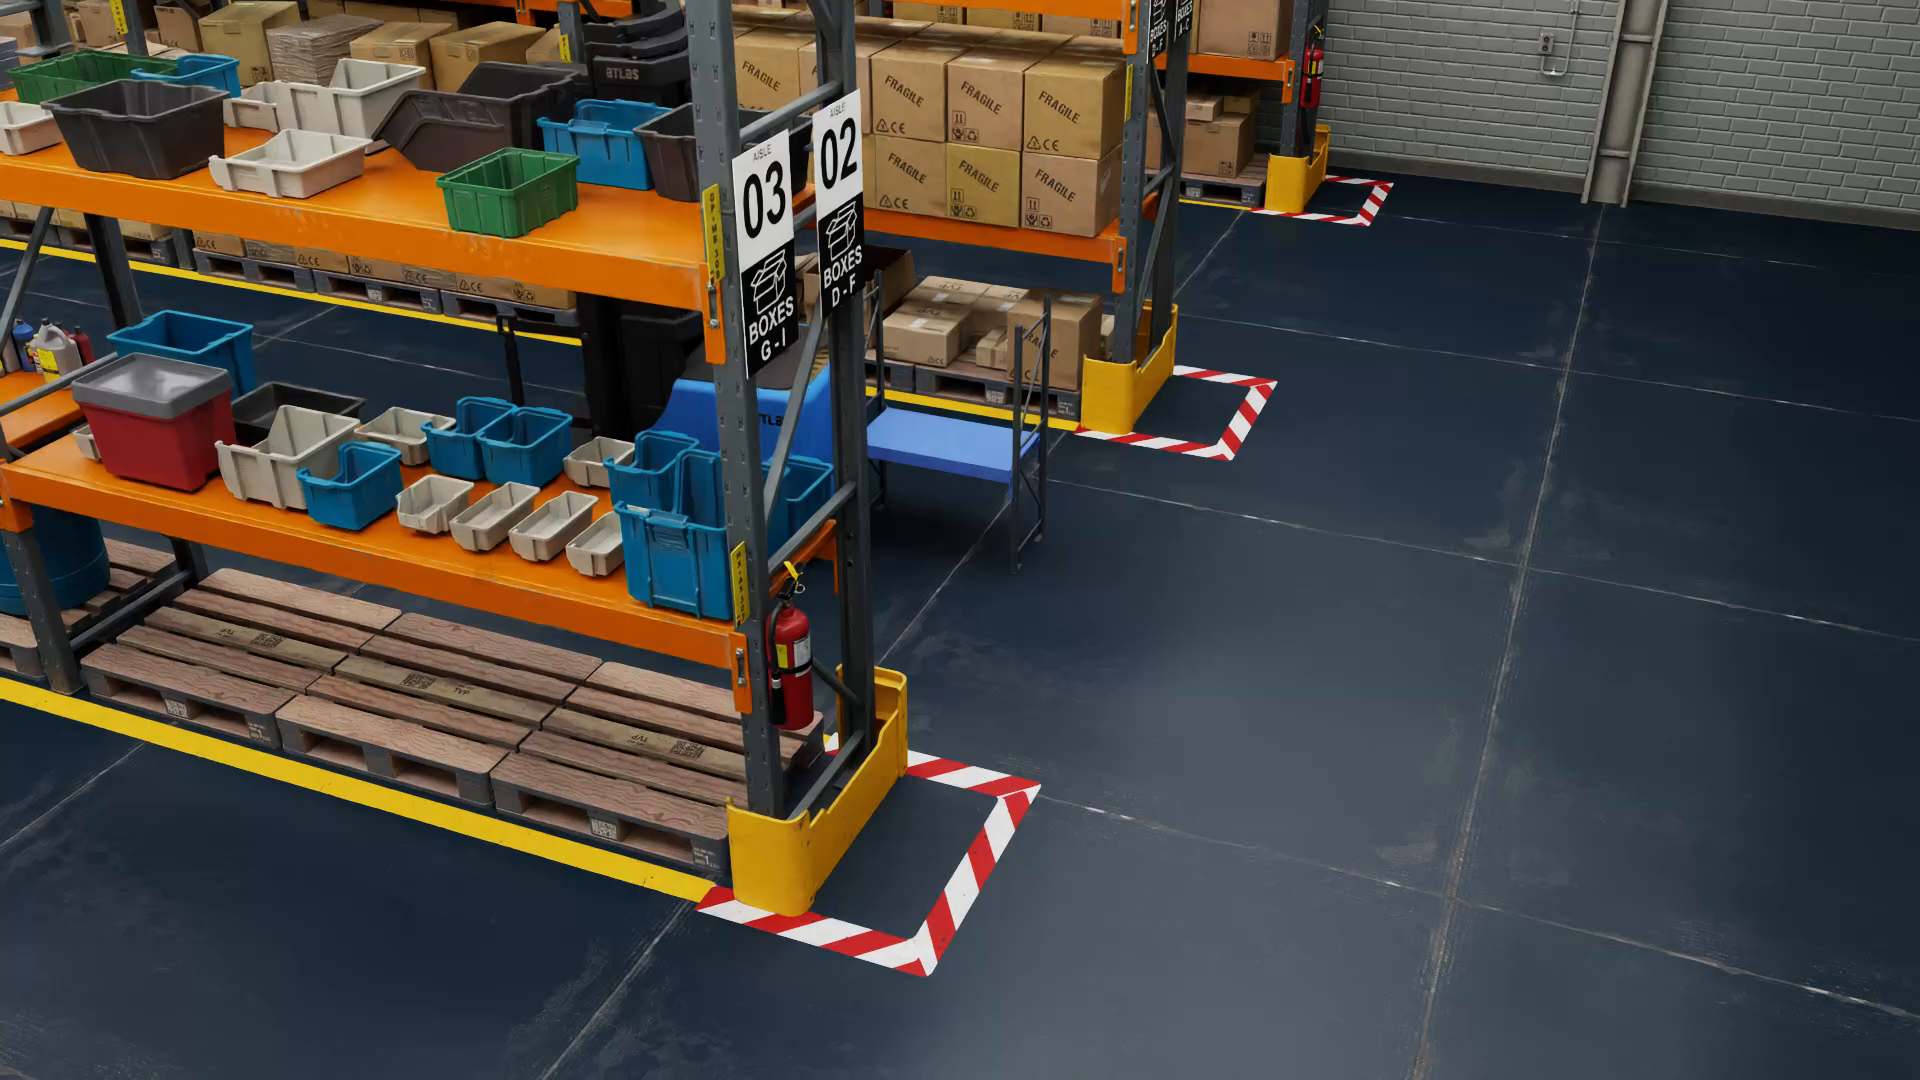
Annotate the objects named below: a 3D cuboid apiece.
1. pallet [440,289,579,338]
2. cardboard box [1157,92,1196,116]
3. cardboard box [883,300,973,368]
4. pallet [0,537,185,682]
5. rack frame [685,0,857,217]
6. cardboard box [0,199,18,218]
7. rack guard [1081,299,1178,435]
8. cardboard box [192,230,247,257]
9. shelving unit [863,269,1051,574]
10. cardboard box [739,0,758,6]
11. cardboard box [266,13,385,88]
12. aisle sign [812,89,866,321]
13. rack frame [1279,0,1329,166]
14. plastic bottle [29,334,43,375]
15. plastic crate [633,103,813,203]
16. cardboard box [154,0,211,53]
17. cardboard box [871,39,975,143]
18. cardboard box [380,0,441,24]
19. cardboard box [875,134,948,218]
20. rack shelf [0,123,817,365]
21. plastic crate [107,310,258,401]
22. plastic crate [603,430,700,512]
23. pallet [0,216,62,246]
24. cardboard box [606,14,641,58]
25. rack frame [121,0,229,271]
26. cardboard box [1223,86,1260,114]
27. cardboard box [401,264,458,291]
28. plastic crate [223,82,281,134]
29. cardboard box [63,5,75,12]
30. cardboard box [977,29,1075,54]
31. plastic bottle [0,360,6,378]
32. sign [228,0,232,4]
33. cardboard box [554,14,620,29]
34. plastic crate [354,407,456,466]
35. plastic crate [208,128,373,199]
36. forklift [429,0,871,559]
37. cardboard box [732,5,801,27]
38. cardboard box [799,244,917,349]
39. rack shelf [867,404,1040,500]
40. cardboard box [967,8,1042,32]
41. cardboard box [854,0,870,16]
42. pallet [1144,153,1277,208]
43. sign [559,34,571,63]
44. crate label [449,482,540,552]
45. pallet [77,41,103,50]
[{"bbox_3d":[-3.240,-1.932,12.954,1.213,0.211,1.003,11,31,19],"label":"pallet"},{"bbox_3d":[1.983,-3.981,15.198,0.250,0.149,0.380,12,32,20],"label":"cardboard box"},{"bbox_3d":[-0.231,-1.445,11.605,0.500,0.250,0.500,11,31,19],"label":"cardboard box"},{"bbox_3d":[-5.037,0.297,9.009,1.213,0.211,1.003,11,31,19],"label":"pallet"},{"bbox_3d":[-0.631,-2.627,5.252,0.127,3.000,1.000,11,31,19],"label":"rack frame"},{"bbox_3d":[-8.179,-3.007,14.389,0.500,0.250,0.500,12,32,20],"label":"cardboard box"},{"bbox_3d":[1.164,-1.199,11.362,0.348,0.500,1.175,11,31,19],"label":"rack guard"},{"bbox_3d":[-5.864,-2.642,13.468,0.500,0.500,0.500,13,32,21],"label":"cardboard box"},{"bbox_3d":[-0.079,-0.669,9.409,1.048,1.500,0.538,11,31,19],"label":"shelving unit"},{"bbox_3d":[-1.967,-5.307,16.325,0.250,0.149,0.380,11,31,19],"label":"cardboard box"},{"bbox_3d":[-4.777,-3.658,12.644,0.500,0.500,0.700,18,34,28],"label":"cardboard box"},{"bbox_3d":[-0.453,-1.269,6.304,0.004,0.787,0.394,11,31,19],"label":"aisle sign"},{"bbox_3d":[3.093,-4.532,14.720,0.127,3.000,1.000,11,31,19],"label":"rack frame"},{"bbox_3d":[-4.755,-0.968,8.617,0.097,0.201,0.097,0,29,0],"label":"plastic bottle"},{"bbox_3d":[-0.883,-1.462,6.373,0.590,0.269,0.497,11,31,19],"label":"plastic crate"},{"bbox_3d":[-9.003,-6.029,19.462,0.500,0.500,0.500,9,31,15],"label":"cardboard box"},{"bbox_3d":[-0.232,-2.895,10.706,0.500,0.500,0.500,12,32,20],"label":"cardboard box"},{"bbox_3d":[-5.989,-5.778,18.256,0.500,0.250,0.500,11,31,19],"label":"cardboard box"},{"bbox_3d":[-0.225,-2.464,10.960,0.500,0.500,0.500,12,31,20],"label":"cardboard box"},{"bbox_3d":[-2.485,-1.378,6.821,4.000,0.370,1.077,11,31,19],"label":"rack shelf"},{"bbox_3d":[-3.777,-0.843,8.149,0.575,0.384,0.392,11,31,19],"label":"plastic crate"},{"bbox_3d":[-1.346,-0.286,7.316,0.300,0.233,0.416,11,31,19],"label":"plastic crate"},{"bbox_3d":[-8.053,-2.935,14.729,1.213,0.211,1.003,11,31,19],"label":"pallet"},{"bbox_3d":[-2.141,-3.276,11.380,0.500,0.500,0.500,12,32,20],"label":"cardboard box"},{"bbox_3d":[-6.179,-3.753,13.341,0.127,3.000,1.000,11,31,19],"label":"rack frame"},{"bbox_3d":[2.598,-4.061,15.341,0.250,0.149,0.380,12,31,19],"label":"cardboard box"},{"bbox_3d":[-3.956,-2.265,12.802,0.500,0.500,0.500,12,32,20],"label":"cardboard box"},{"bbox_3d":[-3.016,-1.884,7.255,0.466,0.136,0.293,11,31,19],"label":"plastic crate"},{"bbox_3d":[-11.125,-6.344,20.211,0.500,0.311,0.500,8,30,13],"label":"cardboard box"},{"bbox_3d":[0.435,-3.047,10.975,0.500,0.500,0.500,12,31,20],"label":"cardboard box"},{"bbox_3d":[-4.992,-0.935,8.558,0.097,0.201,0.097,0,29,0],"label":"plastic bottle"},{"bbox_3d":[-5.983,-4.471,13.516,0.005,0.325,0.100,11,31,19],"label":"sign"},{"bbox_3d":[-3.687,-5.063,17.417,0.750,0.750,0.750,11,31,18],"label":"cardboard box"},{"bbox_3d":[-2.611,-0.481,7.760,0.466,0.136,0.293,11,31,19],"label":"plastic crate"},{"bbox_3d":[-2.639,-1.475,6.531,0.530,0.136,0.437,11,31,19],"label":"plastic crate"},{"bbox_3d":[-2.121,-1.539,9.494,3.031,2.935,1.130,8,30,13],"label":"forklift"},{"bbox_3d":[-1.430,-3.422,11.639,0.500,0.500,0.500,11,31,18],"label":"cardboard box"},{"bbox_3d":[-0.729,-1.772,11.927,0.637,0.503,0.797,11,31,19],"label":"cardboard box"},{"bbox_3d":[-0.079,-0.512,9.497,1.000,0.185,0.538,11,31,19],"label":"rack shelf"},{"bbox_3d":[0.558,-5.157,15.521,0.700,0.700,0.980,10,31,18],"label":"cardboard box"},{"bbox_3d":[-1.033,-5.105,15.968,0.250,0.149,0.380,12,31,20],"label":"cardboard box"},{"bbox_3d":[2.323,-3.430,15.605,1.213,0.211,1.003,11,31,19],"label":"pallet"},{"bbox_3d":[-2.677,-3.263,11.298,0.005,0.325,0.100,11,31,19],"label":"sign"},{"bbox_3d":[-1.985,-0.095,7.077,0.243,0.136,0.396,11,31,19],"label":"crate label"},{"bbox_3d":[-9.796,-5.871,19.923,1.213,0.211,1.003,11,31,19],"label":"pallet"}]
